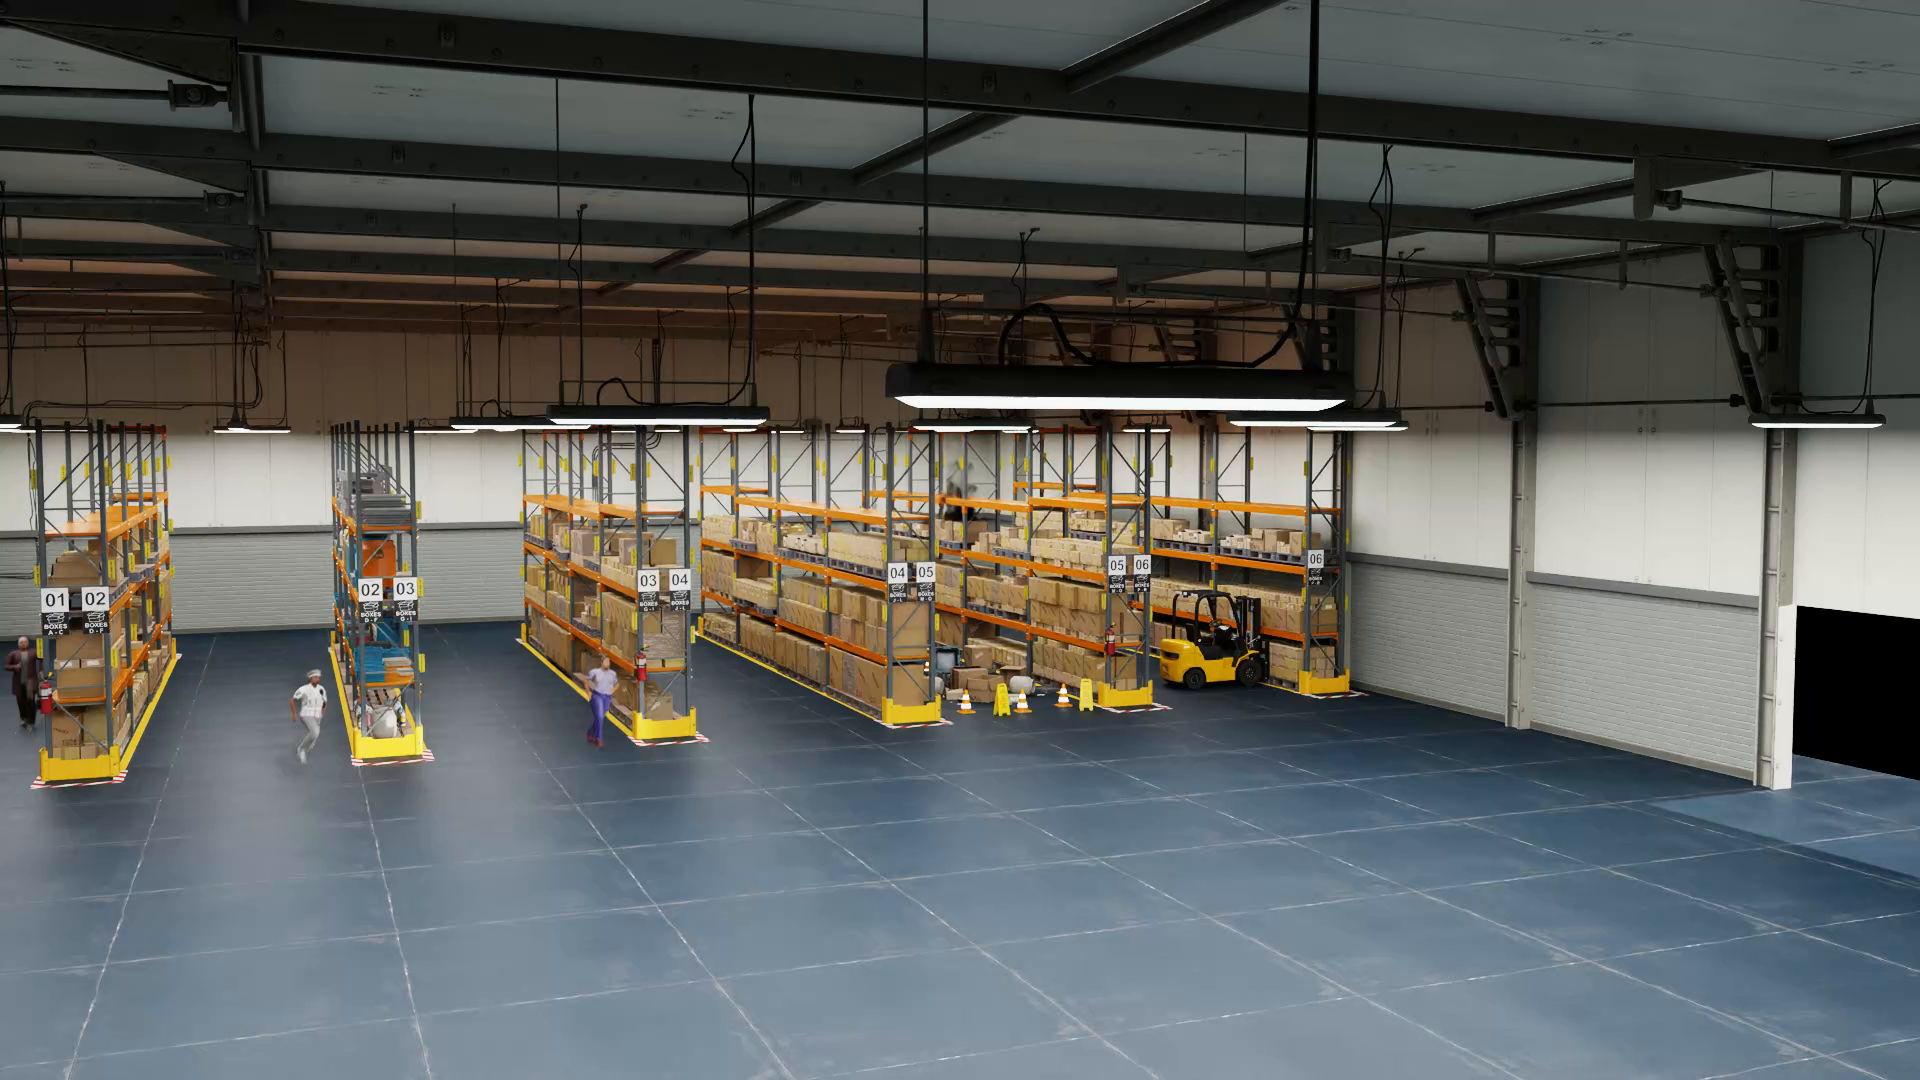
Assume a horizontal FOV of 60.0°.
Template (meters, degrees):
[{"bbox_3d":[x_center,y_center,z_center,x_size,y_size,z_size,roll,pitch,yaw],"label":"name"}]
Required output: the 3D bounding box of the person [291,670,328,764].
[{"bbox_3d":[-11.285,3.086,29.024,0.570,1.626,0.592,3,4,37],"label":"person"}]

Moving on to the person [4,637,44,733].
[{"bbox_3d":[-18.235,2.803,32.439,0.677,1.846,0.865,-1,4,-22],"label":"person"}]

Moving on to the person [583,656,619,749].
[{"bbox_3d":[-6.640,2.987,30.892,0.603,1.665,0.797,-3,5,-41],"label":"person"}]
